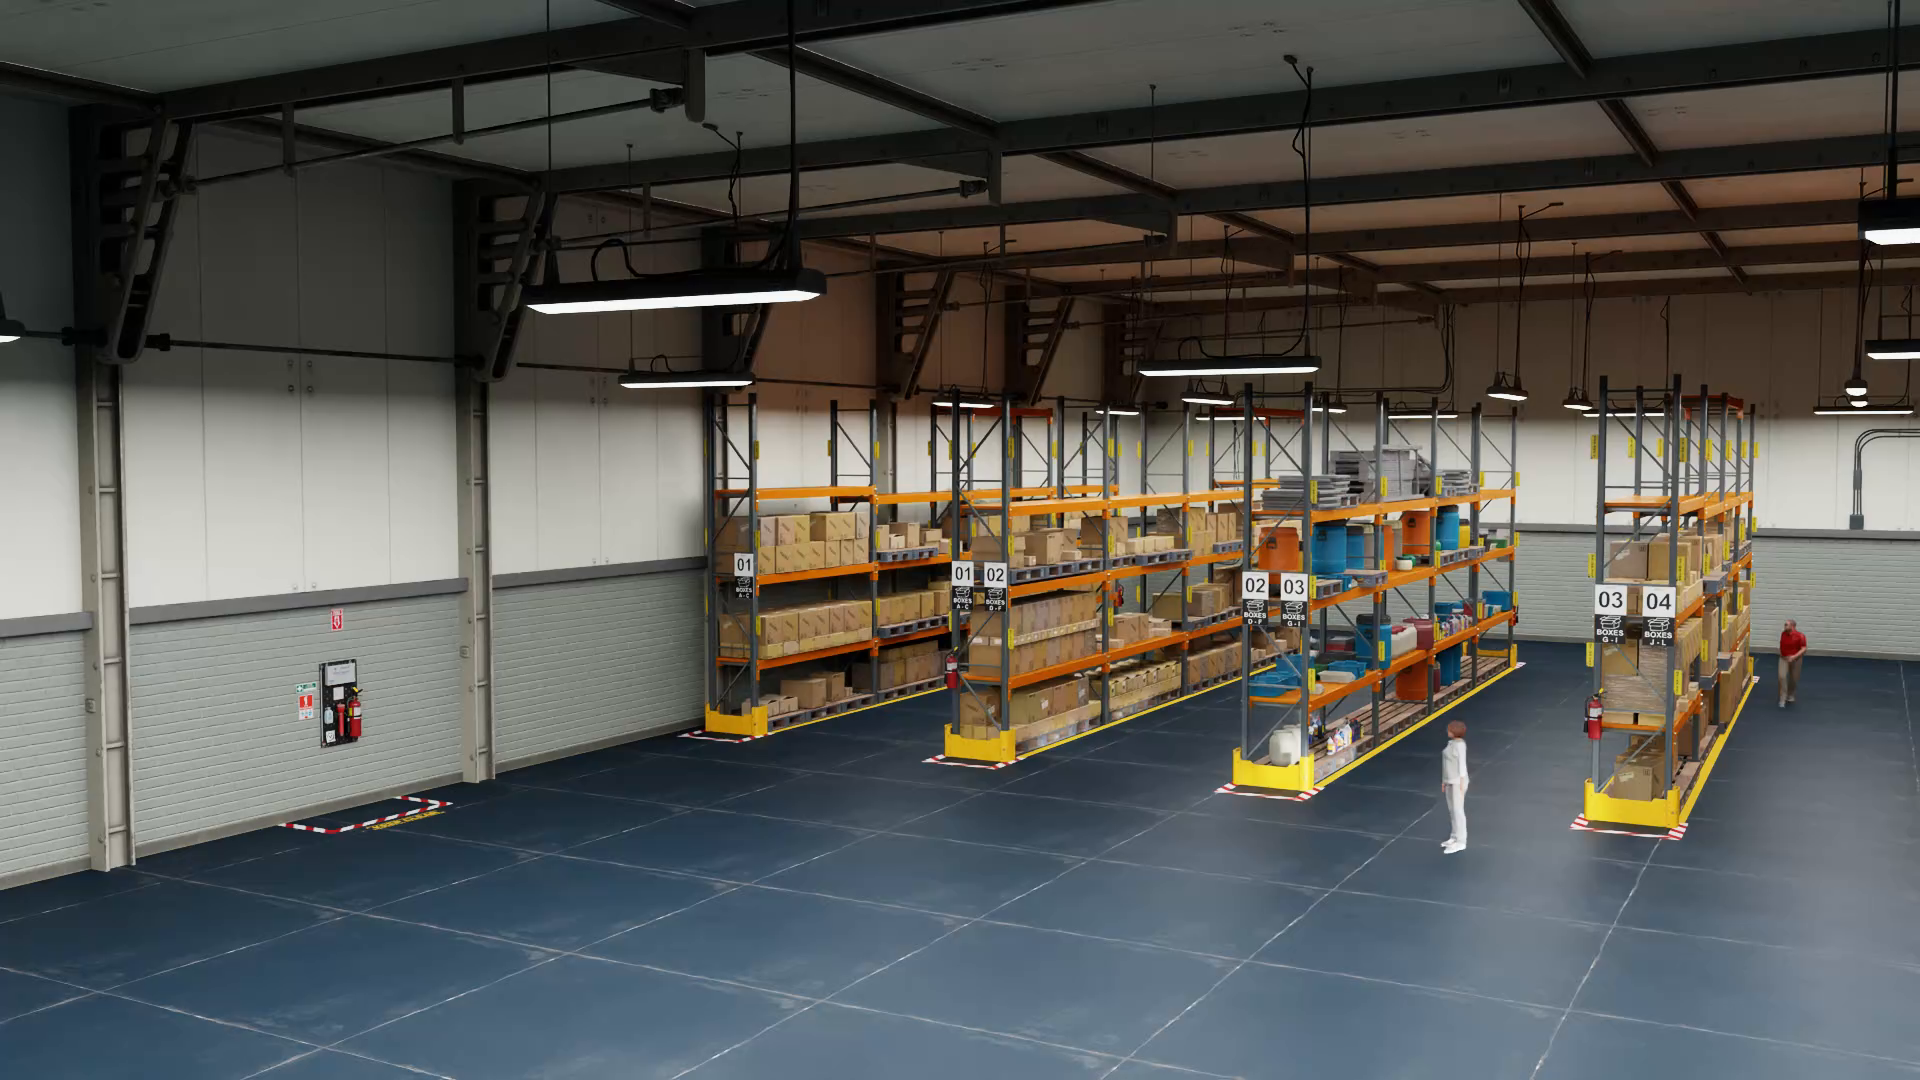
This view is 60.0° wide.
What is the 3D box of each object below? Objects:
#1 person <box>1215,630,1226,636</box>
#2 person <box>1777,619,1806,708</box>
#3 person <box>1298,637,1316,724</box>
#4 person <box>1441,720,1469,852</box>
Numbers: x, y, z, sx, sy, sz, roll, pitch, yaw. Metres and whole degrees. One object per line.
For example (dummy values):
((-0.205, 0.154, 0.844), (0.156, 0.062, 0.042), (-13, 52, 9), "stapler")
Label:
((6.490, 1.882, 41.680), (0.398, 1.728, 0.603), (1, 3, 15), "person")
((16.335, 2.411, 32.647), (0.488, 1.716, 0.994), (2, 4, 28), "person")
((6.168, 2.555, 29.863), (0.453, 1.680, 0.546), (1, 3, 14), "person")
((6.192, 3.075, 20.870), (0.372, 1.614, 0.487), (0, 3, -9), "person")
